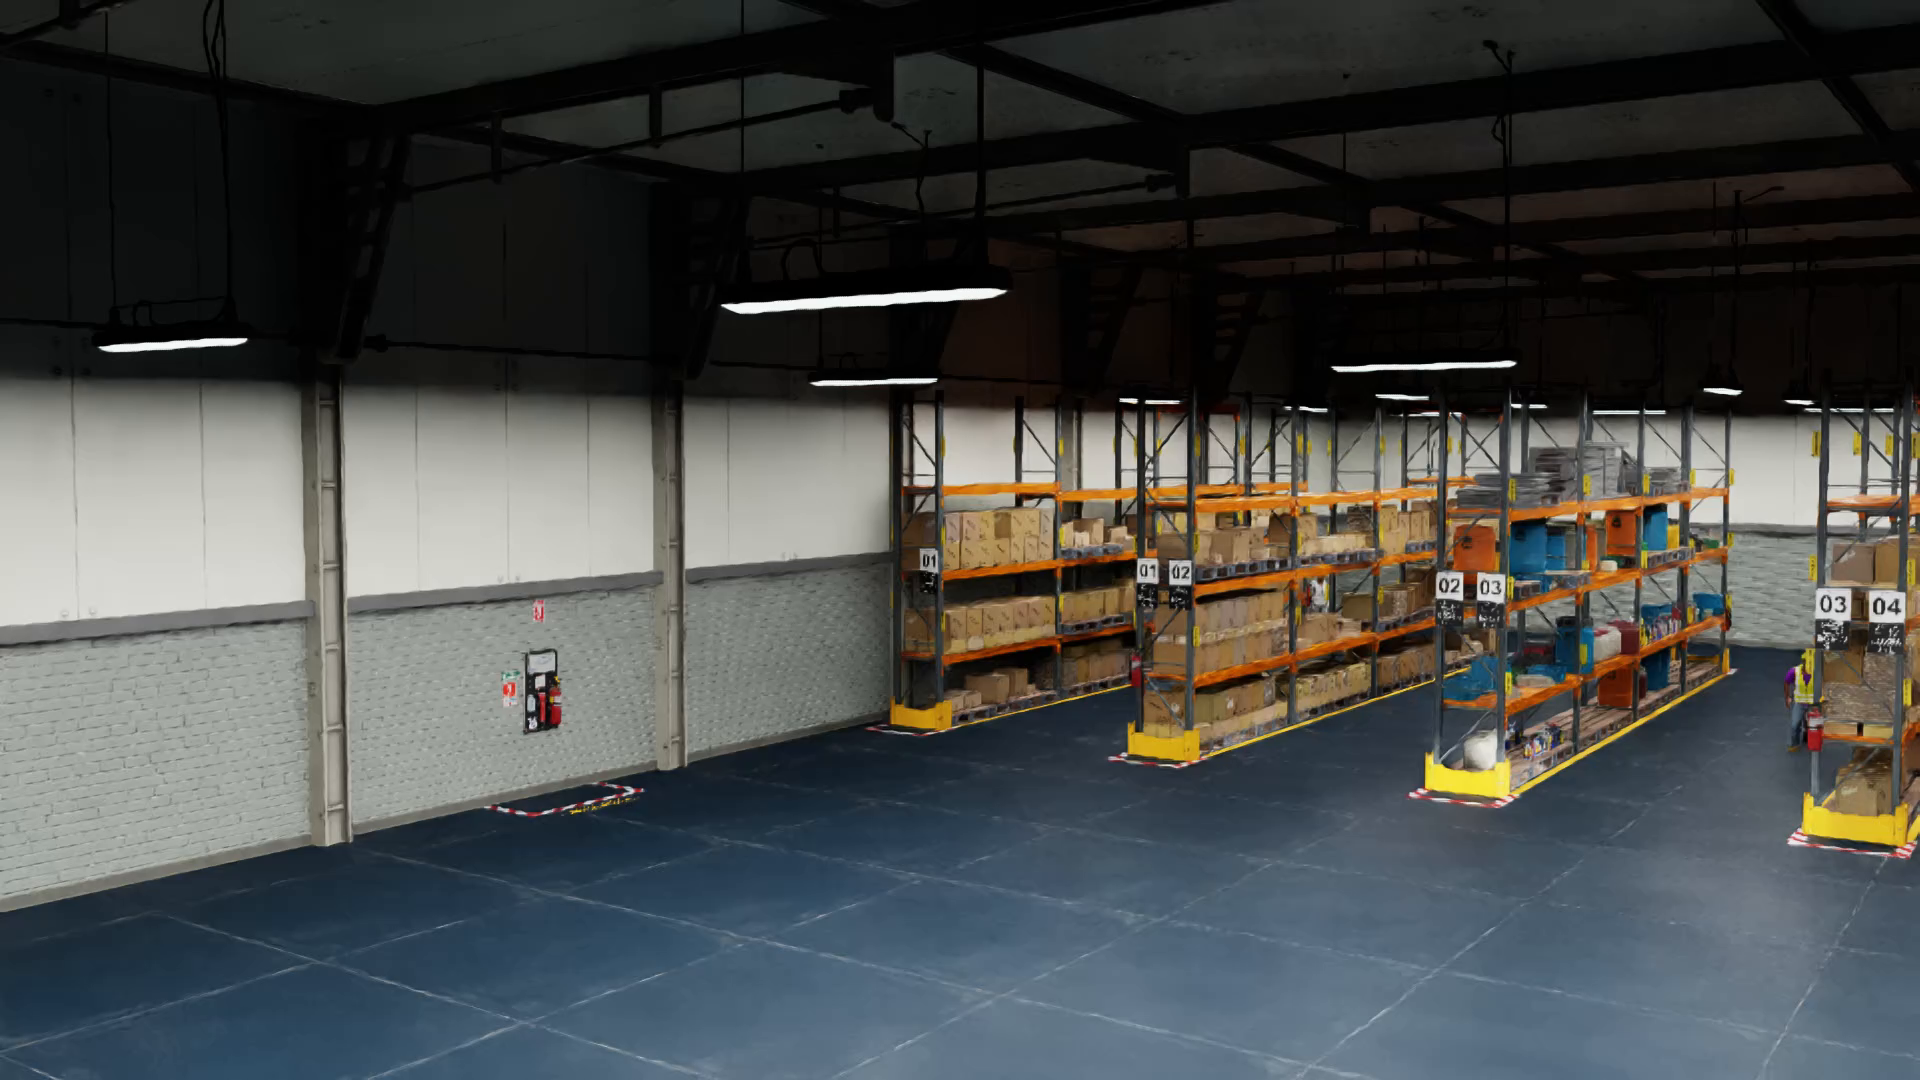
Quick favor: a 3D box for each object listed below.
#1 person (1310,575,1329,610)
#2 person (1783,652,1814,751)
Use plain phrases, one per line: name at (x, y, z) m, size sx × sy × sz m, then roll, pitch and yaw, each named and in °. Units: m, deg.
person at (9.393, 1.689, 43.401) m, size 0.659 × 1.728 × 0.551 m, roll -1°, pitch 3°, yaw -19°
person at (13.726, 2.639, 26.957) m, size 0.721 × 1.708 × 0.592 m, roll 2°, pitch 4°, yaw 33°
